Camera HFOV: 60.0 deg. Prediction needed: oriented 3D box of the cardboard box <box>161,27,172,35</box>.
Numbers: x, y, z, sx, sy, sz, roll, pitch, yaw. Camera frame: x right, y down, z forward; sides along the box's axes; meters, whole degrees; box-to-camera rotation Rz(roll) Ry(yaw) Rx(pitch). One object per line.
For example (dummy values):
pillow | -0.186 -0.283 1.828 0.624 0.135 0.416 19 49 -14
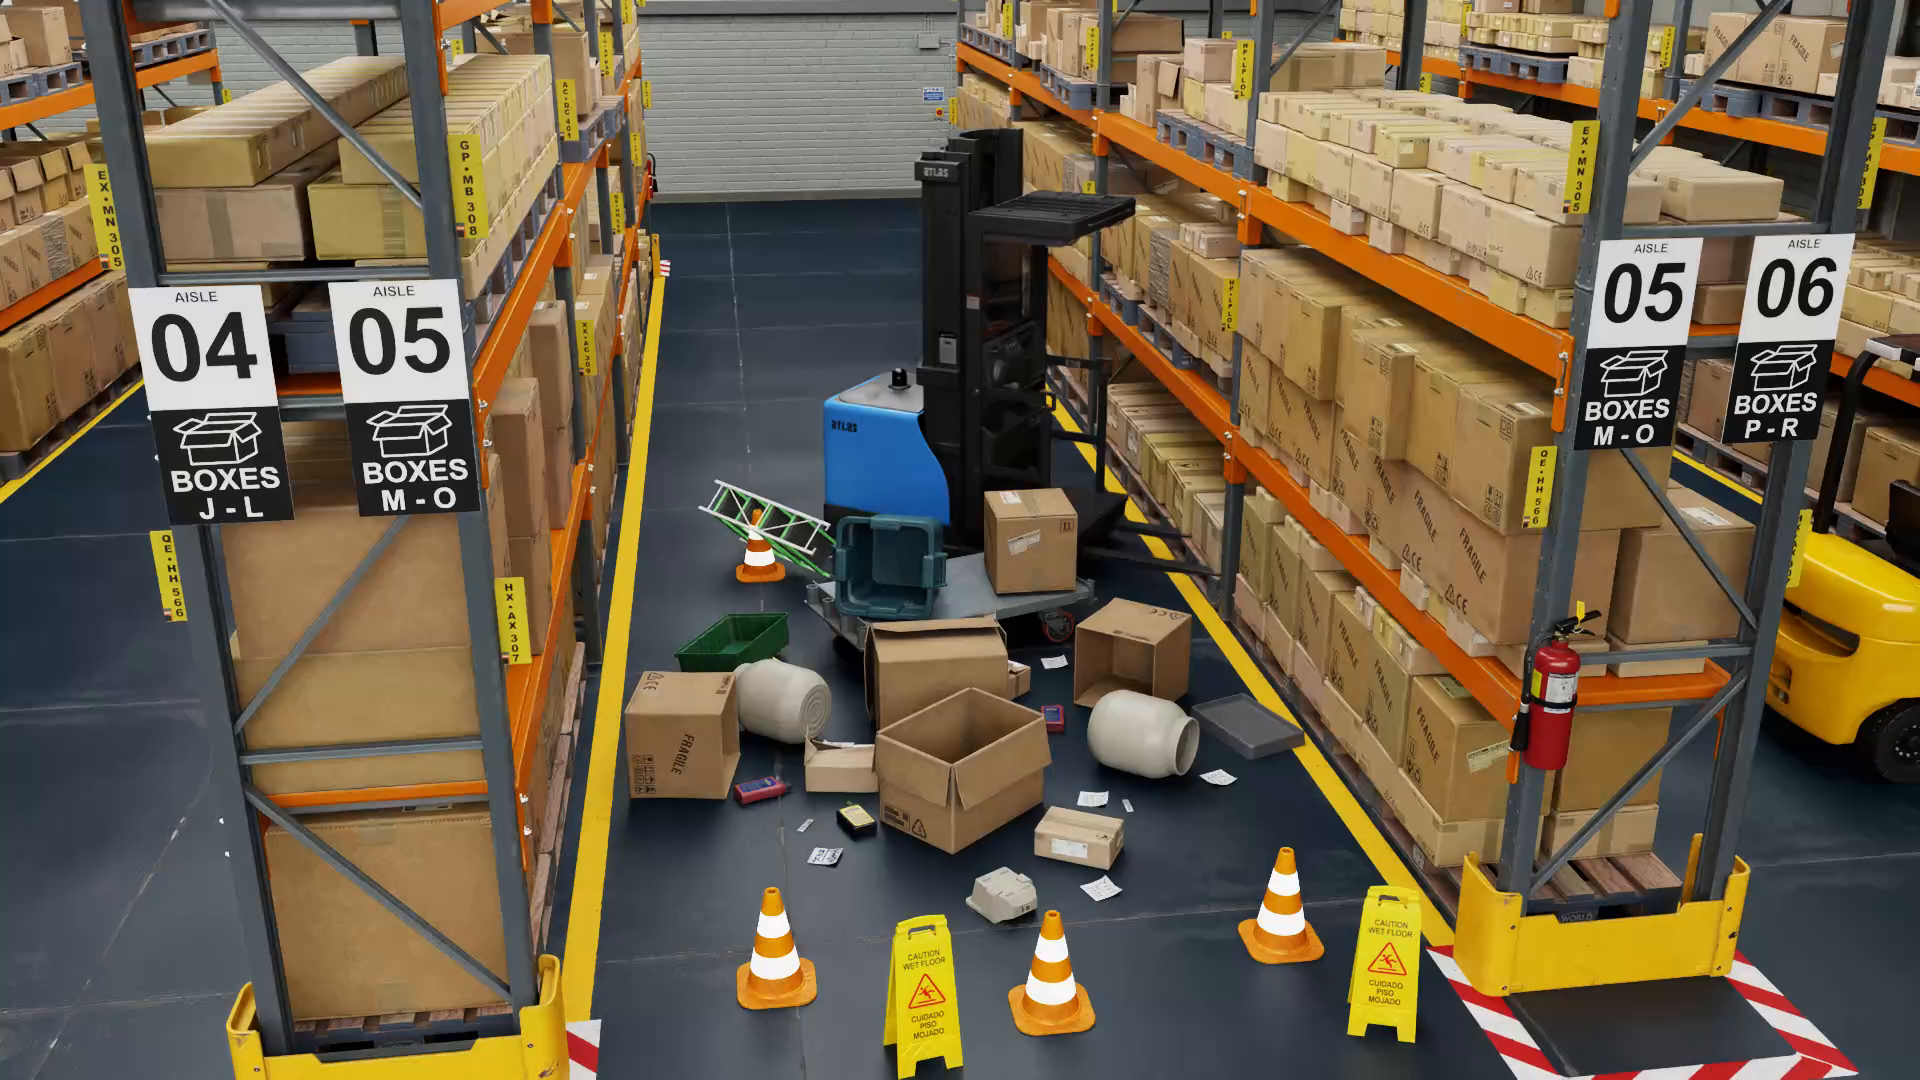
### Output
cardboard box | -9.253 -5.889 18.523 0.700 0.500 0.500 -4 21 -10

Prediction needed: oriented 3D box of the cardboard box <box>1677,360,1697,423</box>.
cardboard box | 6.604 -1.421 14.527 0.875 0.625 0.625 -2 21 -6

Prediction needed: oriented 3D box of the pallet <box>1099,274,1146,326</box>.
pallet | 1.825 -1.970 13.479 1.213 0.211 1.003 -3 21 -8

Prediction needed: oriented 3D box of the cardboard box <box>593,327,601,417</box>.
cardboard box | -2.574 -1.049 10.596 0.500 0.500 0.500 -3 21 -7

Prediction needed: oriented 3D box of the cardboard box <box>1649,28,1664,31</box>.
cardboard box | 6.164 -4.504 14.921 0.380 0.149 0.250 -4 21 -10

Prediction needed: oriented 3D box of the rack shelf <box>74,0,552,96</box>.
rack shelf | -2.402 -2.226 6.914 1.077 0.370 4.000 -3 21 -8

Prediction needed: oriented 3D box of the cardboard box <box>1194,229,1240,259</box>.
cardboard box | 1.791 -1.990 11.161 0.380 0.149 0.250 -4 21 -9

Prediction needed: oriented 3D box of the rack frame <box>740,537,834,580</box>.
rack frame | -1.105 0.059 11.700 1.200 0.240 0.015 20 -15 40

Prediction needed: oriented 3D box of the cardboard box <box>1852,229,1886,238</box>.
cardboard box | 7.084 -2.366 13.193 0.380 0.149 0.250 -3 21 -9

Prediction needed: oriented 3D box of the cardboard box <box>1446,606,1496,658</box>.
cardboard box | 2.358 0.385 7.257 0.380 0.149 0.250 -3 21 -8

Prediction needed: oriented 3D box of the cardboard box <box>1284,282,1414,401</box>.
cardboard box | 2.140 -1.055 8.756 0.700 0.500 0.500 -3 21 -9

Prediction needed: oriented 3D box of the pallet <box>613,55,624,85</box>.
pallet | -3.860 -4.500 15.959 1.213 0.211 1.003 -3 21 -8

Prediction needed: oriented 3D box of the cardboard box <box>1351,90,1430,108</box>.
cardboard box | 2.455 -2.479 9.499 0.380 0.149 0.250 -2 21 -7

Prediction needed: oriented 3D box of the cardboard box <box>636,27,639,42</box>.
cardboard box | -4.093 -5.978 19.861 0.500 0.250 0.500 -3 21 -9

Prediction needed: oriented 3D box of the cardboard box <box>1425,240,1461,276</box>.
cardboard box | 2.315 -1.282 7.433 0.380 0.149 0.250 -3 21 -8

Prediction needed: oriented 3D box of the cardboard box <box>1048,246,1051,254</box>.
cardboard box | 1.039 -2.920 15.961 0.500 0.250 0.500 -3 21 -9

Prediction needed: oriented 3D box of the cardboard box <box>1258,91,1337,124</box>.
cardboard box | 1.916 -2.452 9.427 0.380 0.149 0.250 -3 21 -9

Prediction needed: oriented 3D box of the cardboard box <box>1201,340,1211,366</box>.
cardboard box | 1.825 -1.252 11.041 0.380 0.149 0.250 -4 21 -9

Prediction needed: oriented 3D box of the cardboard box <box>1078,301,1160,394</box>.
cardboard box | 1.599 -1.746 15.041 0.875 0.875 0.875 -3 21 -8

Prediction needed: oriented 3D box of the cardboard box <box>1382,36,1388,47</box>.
cardboard box | 5.350 -6.045 20.186 0.380 0.149 0.250 -3 21 -8

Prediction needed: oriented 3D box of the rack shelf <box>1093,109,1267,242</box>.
rack shelf | 1.905 -2.677 11.839 1.077 0.370 4.000 -3 21 -8

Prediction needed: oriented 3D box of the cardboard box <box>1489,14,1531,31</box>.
cardboard box | 5.664 -5.304 17.035 0.380 0.149 0.250 -3 21 -9

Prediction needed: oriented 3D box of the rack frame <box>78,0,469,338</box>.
rack frame | -2.114 -2.058 4.864 1.000 3.000 0.127 -3 21 -8

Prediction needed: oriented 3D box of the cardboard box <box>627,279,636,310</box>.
cardboard box | -3.425 -2.355 16.135 0.500 0.250 0.500 -2 21 -5

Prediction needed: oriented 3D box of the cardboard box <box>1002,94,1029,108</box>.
cardboard box | 0.669 -4.867 18.460 0.380 0.149 0.250 -3 21 -8

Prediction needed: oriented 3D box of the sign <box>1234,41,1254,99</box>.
sign | 1.644 -2.719 9.621 0.100 0.325 0.005 -3 21 -8

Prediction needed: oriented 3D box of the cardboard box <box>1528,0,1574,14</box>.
cardboard box | 6.134 -5.610 17.262 0.396 0.266 0.258 -3 21 -8

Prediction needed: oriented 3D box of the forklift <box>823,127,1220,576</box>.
forklift | 0.560 -1.273 11.434 3.031 2.935 1.130 10 23 25

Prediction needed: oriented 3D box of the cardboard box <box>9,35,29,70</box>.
cardboard box | -8.698 -4.363 14.849 0.500 0.311 0.500 -4 21 -10

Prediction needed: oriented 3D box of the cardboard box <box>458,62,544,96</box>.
cardboard box | -2.251 -2.252 8.147 0.380 0.149 0.250 -3 21 -8

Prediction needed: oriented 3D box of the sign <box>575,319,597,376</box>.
sign | -2.142 -1.103 9.532 0.100 0.325 0.005 -3 21 -8

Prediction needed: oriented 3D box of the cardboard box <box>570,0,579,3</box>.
cardboard box | -4.404 -5.880 18.315 0.380 0.149 0.250 -2 21 -6

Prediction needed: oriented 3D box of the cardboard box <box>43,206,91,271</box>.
cardboard box | -8.282 -2.733 15.104 0.500 0.500 0.500 -3 21 -8

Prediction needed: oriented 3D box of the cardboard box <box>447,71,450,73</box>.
cardboard box | -3.161 -2.835 10.616 0.500 0.311 0.500 -4 21 -10

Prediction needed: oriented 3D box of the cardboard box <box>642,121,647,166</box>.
cardboard box | -4.101 -4.830 20.294 0.500 0.500 0.500 -2 21 -7

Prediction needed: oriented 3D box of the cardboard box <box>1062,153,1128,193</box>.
cardboard box | 1.201 -3.160 14.818 0.500 0.500 0.500 -3 21 -7

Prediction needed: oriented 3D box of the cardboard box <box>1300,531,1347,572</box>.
cardboard box | 2.087 0.055 9.114 0.380 0.149 0.250 -2 21 -5

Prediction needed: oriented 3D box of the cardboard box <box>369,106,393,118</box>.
cardboard box | -2.750 -1.817 7.553 0.500 0.250 0.500 -3 21 -8

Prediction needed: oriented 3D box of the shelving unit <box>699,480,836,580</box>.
shelving unit | -1.226 -0.052 11.519 1.200 0.258 0.503 20 -15 40

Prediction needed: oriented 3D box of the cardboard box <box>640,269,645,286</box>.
cardboard box | -3.802 -2.990 18.985 0.380 0.149 0.250 -3 21 -8

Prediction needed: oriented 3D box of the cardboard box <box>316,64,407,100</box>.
cardboard box | -2.900 -2.218 8.056 0.380 0.149 0.250 -3 21 -8

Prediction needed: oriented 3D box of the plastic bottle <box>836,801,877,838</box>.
plastic bottle | -0.536 1.400 8.379 0.133 0.061 0.283 -11 23 -26

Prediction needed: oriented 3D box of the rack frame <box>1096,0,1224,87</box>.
rack frame | 1.617 -5.112 13.042 1.000 3.000 0.127 -3 21 -8

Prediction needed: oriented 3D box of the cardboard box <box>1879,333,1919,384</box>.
cardboard box | 6.773 -1.259 11.515 0.500 0.250 0.500 -2 21 -7

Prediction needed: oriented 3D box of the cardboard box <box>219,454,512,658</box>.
cardboard box | -2.129 0.046 6.047 0.875 0.550 0.550 -3 21 -8

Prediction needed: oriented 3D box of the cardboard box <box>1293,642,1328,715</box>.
cardboard box | 2.178 0.760 9.223 0.500 0.250 0.500 -3 21 -8

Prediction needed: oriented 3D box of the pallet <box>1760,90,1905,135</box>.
pallet | 6.878 -3.253 12.620 1.003 0.211 1.213 -2 21 -5

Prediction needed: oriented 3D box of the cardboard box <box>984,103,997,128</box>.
cardboard box | 0.551 -4.703 18.949 0.500 0.500 0.500 -3 21 -7

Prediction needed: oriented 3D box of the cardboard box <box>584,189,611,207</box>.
cardboard box | -3.365 -3.086 15.100 0.380 0.149 0.250 -3 21 -9

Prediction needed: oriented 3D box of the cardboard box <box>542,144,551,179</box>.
cardboard box | -2.246 -1.876 8.282 0.380 0.149 0.250 -3 21 -7

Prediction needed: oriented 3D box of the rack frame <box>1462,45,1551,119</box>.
rack frame | 5.951 -3.938 18.473 1.000 3.000 0.127 -3 21 -8

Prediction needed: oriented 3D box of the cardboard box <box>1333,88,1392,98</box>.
cardboard box | 2.506 -2.671 10.407 0.500 0.250 0.500 -3 21 -9

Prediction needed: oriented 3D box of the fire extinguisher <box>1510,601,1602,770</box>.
fire extinguisher | 2.330 0.567 6.521 0.296 0.674 0.183 -3 21 -8

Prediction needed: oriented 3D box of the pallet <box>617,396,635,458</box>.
pallet | -3.378 -0.981 14.542 1.003 0.211 1.213 -3 21 -8

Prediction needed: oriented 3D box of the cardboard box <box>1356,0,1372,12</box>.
cardboard box | 5.245 -6.688 20.624 0.500 0.250 0.500 -3 21 -8

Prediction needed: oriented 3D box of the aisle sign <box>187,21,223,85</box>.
aisle sign | -9.057 -5.830 19.822 0.394 0.787 0.004 -3 21 -8
